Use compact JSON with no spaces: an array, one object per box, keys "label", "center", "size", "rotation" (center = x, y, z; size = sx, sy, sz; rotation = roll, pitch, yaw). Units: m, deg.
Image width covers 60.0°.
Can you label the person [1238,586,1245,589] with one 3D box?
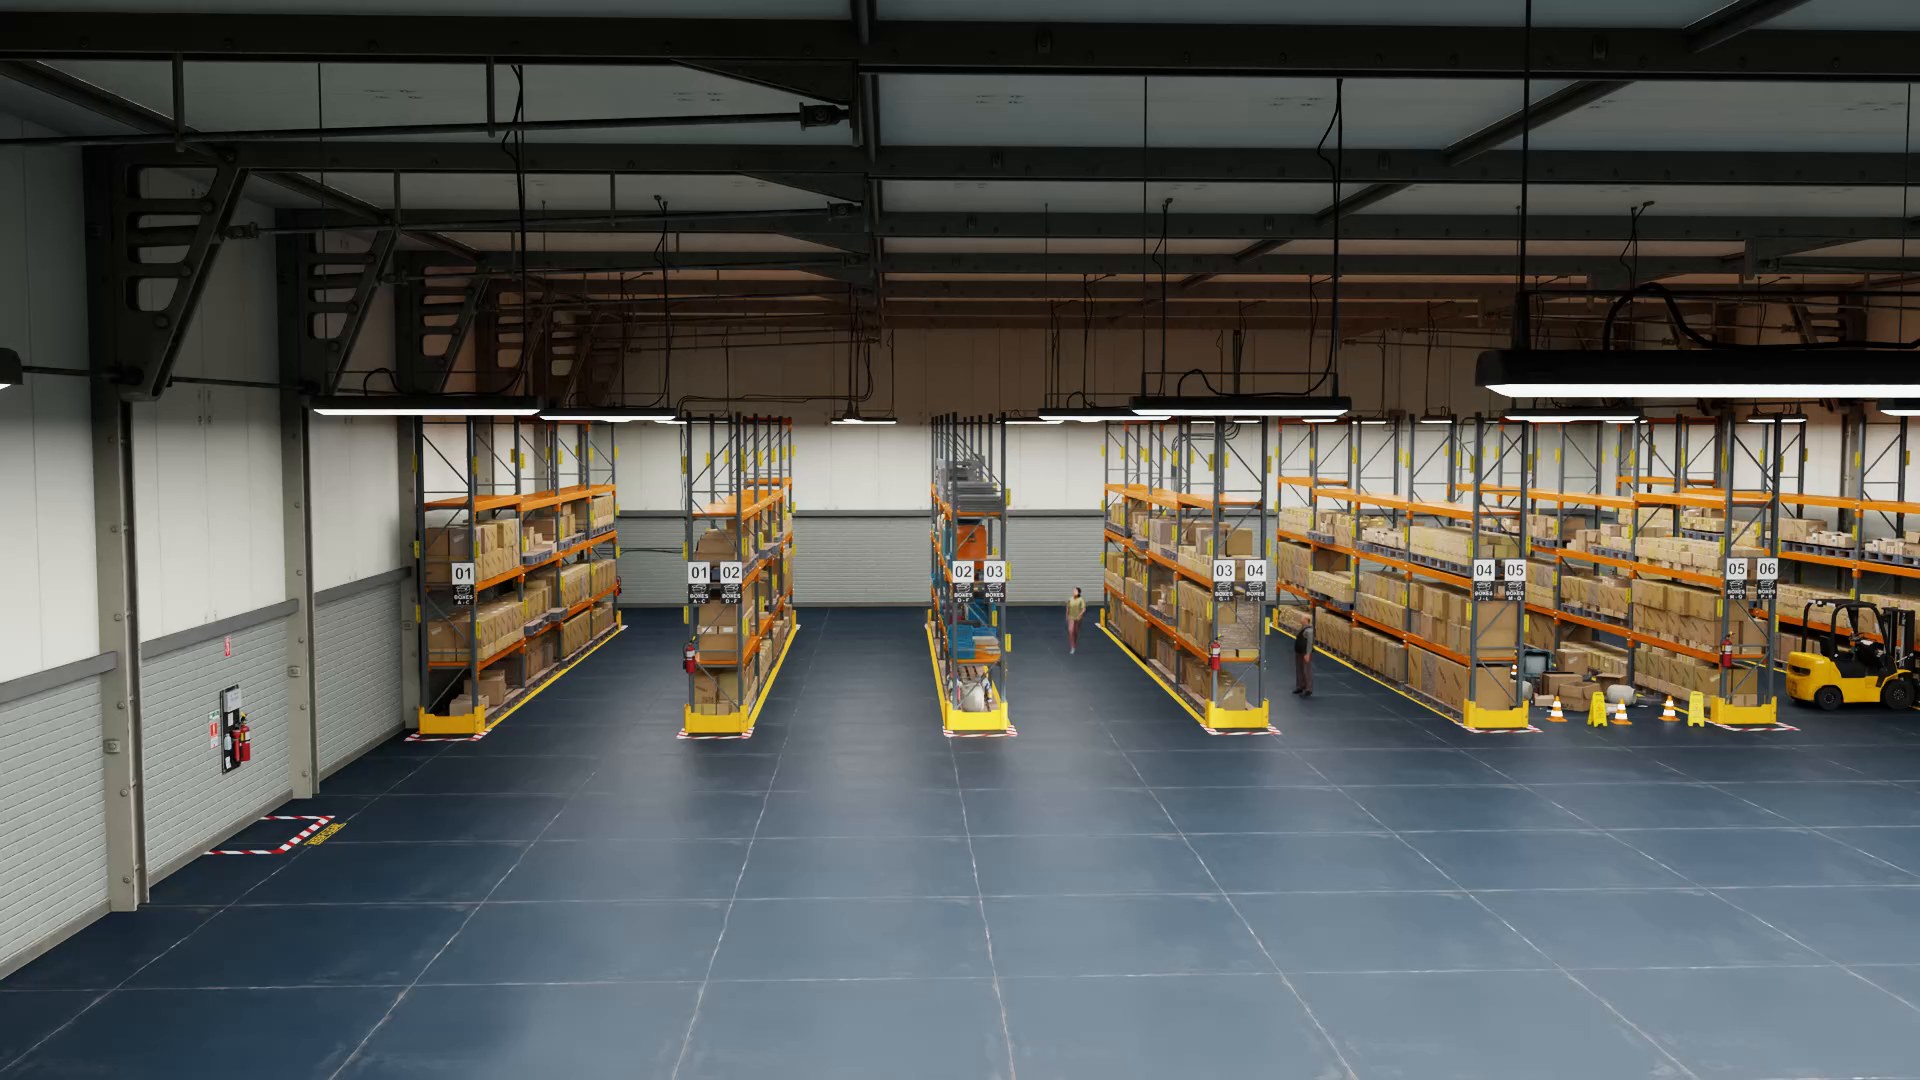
[{"label":"person","center":[7.850,1.748,46.908],"size":[0.486,1.543,0.701],"rotation":[0,4,5]}]

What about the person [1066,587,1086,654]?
[{"label":"person","center":[2.957,2.025,42.302],"size":[0.464,1.648,0.982],"rotation":[0,4,-2]}]

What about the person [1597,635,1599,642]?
[{"label":"person","center":[16.523,1.974,43.450],"size":[0.368,1.603,0.456],"rotation":[2,4,23]}]

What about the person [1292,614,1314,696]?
[{"label":"person","center":[7.345,2.442,35.507],"size":[0.404,1.723,0.572],"rotation":[-2,4,-25]}]
